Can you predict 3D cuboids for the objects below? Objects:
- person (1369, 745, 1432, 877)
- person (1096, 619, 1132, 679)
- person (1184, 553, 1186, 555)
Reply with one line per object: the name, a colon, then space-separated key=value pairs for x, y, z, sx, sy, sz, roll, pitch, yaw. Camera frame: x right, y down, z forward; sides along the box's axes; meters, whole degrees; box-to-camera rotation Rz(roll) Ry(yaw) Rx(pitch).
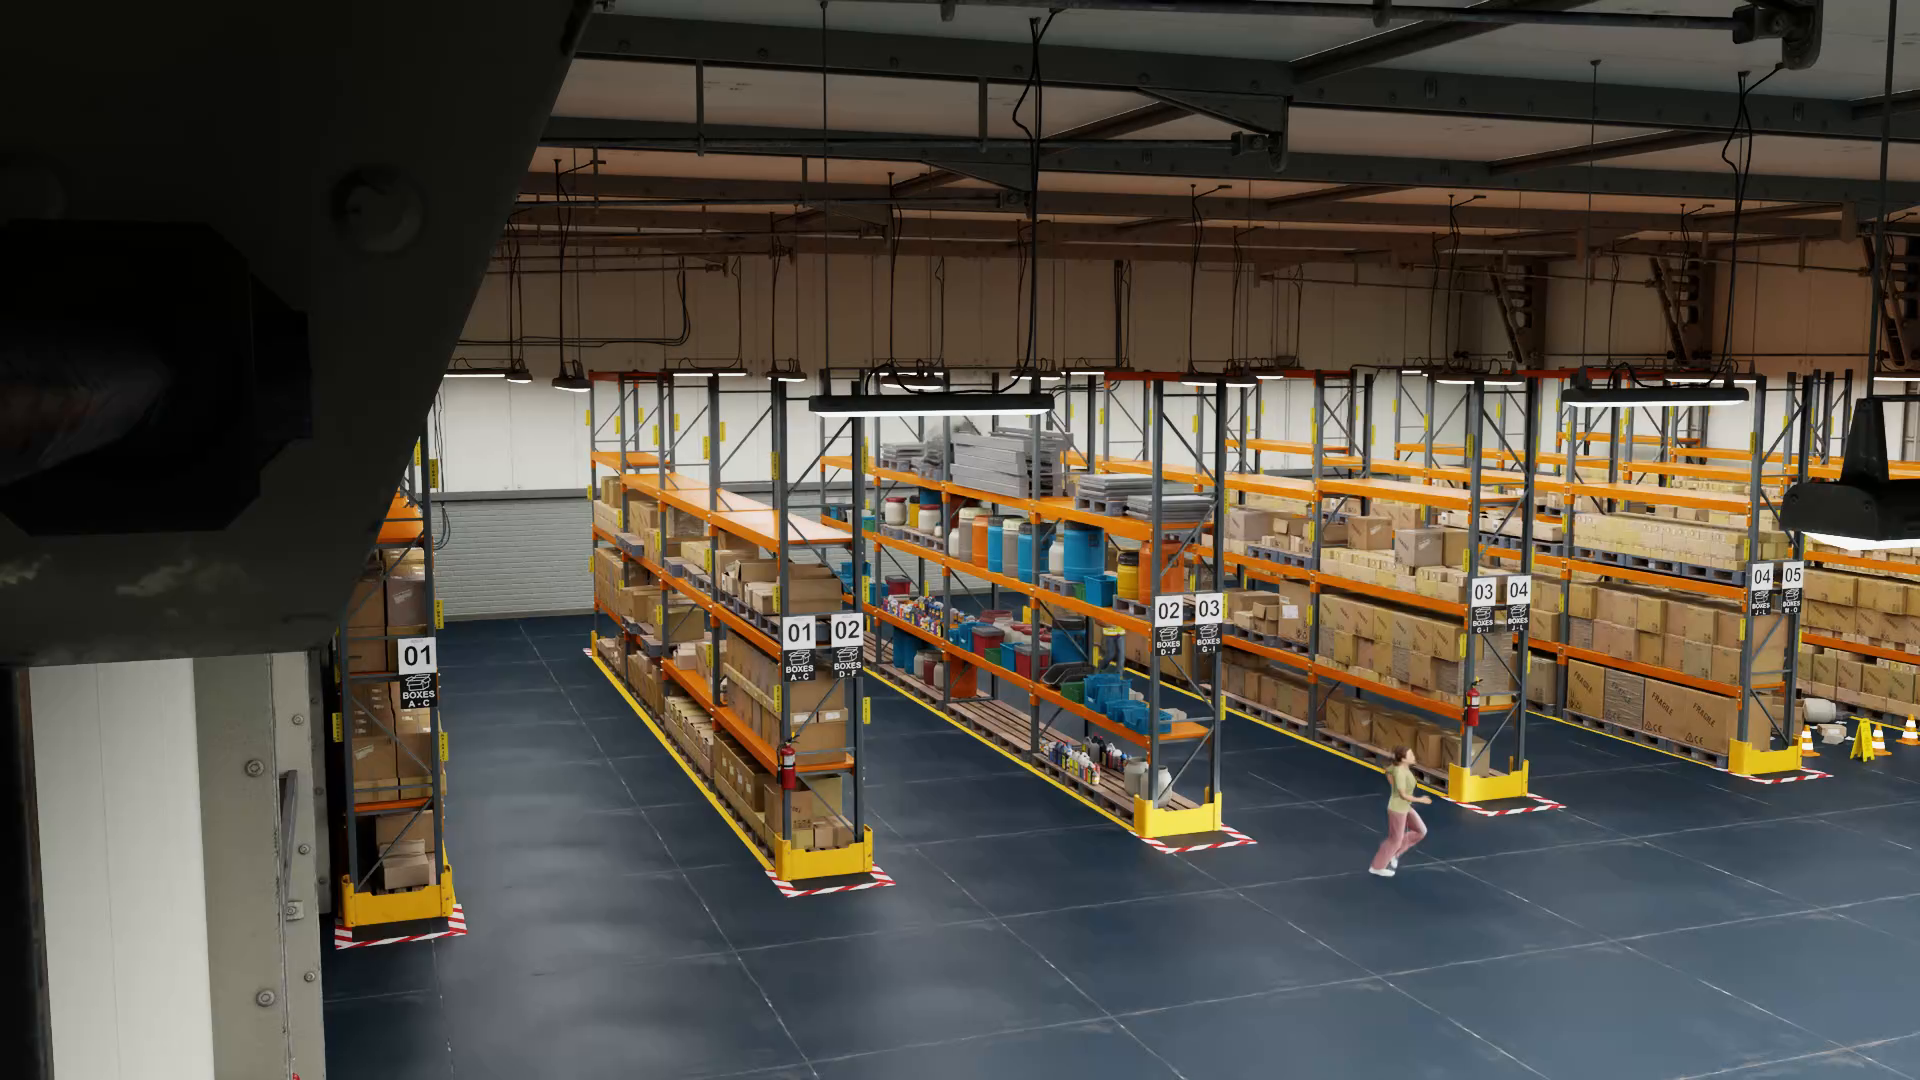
person: x=5.349 y=3.271 z=20.147 sx=0.716 sy=1.622 sz=0.596 roll=2 pitch=7 yaw=20
person: x=2.846 y=1.760 z=30.654 sx=0.712 sy=1.761 sz=0.781 roll=-3 pitch=7 yaw=-26
person: x=5.135 y=1.102 z=39.575 sx=0.641 sy=1.683 sz=0.596 roll=1 pitch=6 yaw=8
